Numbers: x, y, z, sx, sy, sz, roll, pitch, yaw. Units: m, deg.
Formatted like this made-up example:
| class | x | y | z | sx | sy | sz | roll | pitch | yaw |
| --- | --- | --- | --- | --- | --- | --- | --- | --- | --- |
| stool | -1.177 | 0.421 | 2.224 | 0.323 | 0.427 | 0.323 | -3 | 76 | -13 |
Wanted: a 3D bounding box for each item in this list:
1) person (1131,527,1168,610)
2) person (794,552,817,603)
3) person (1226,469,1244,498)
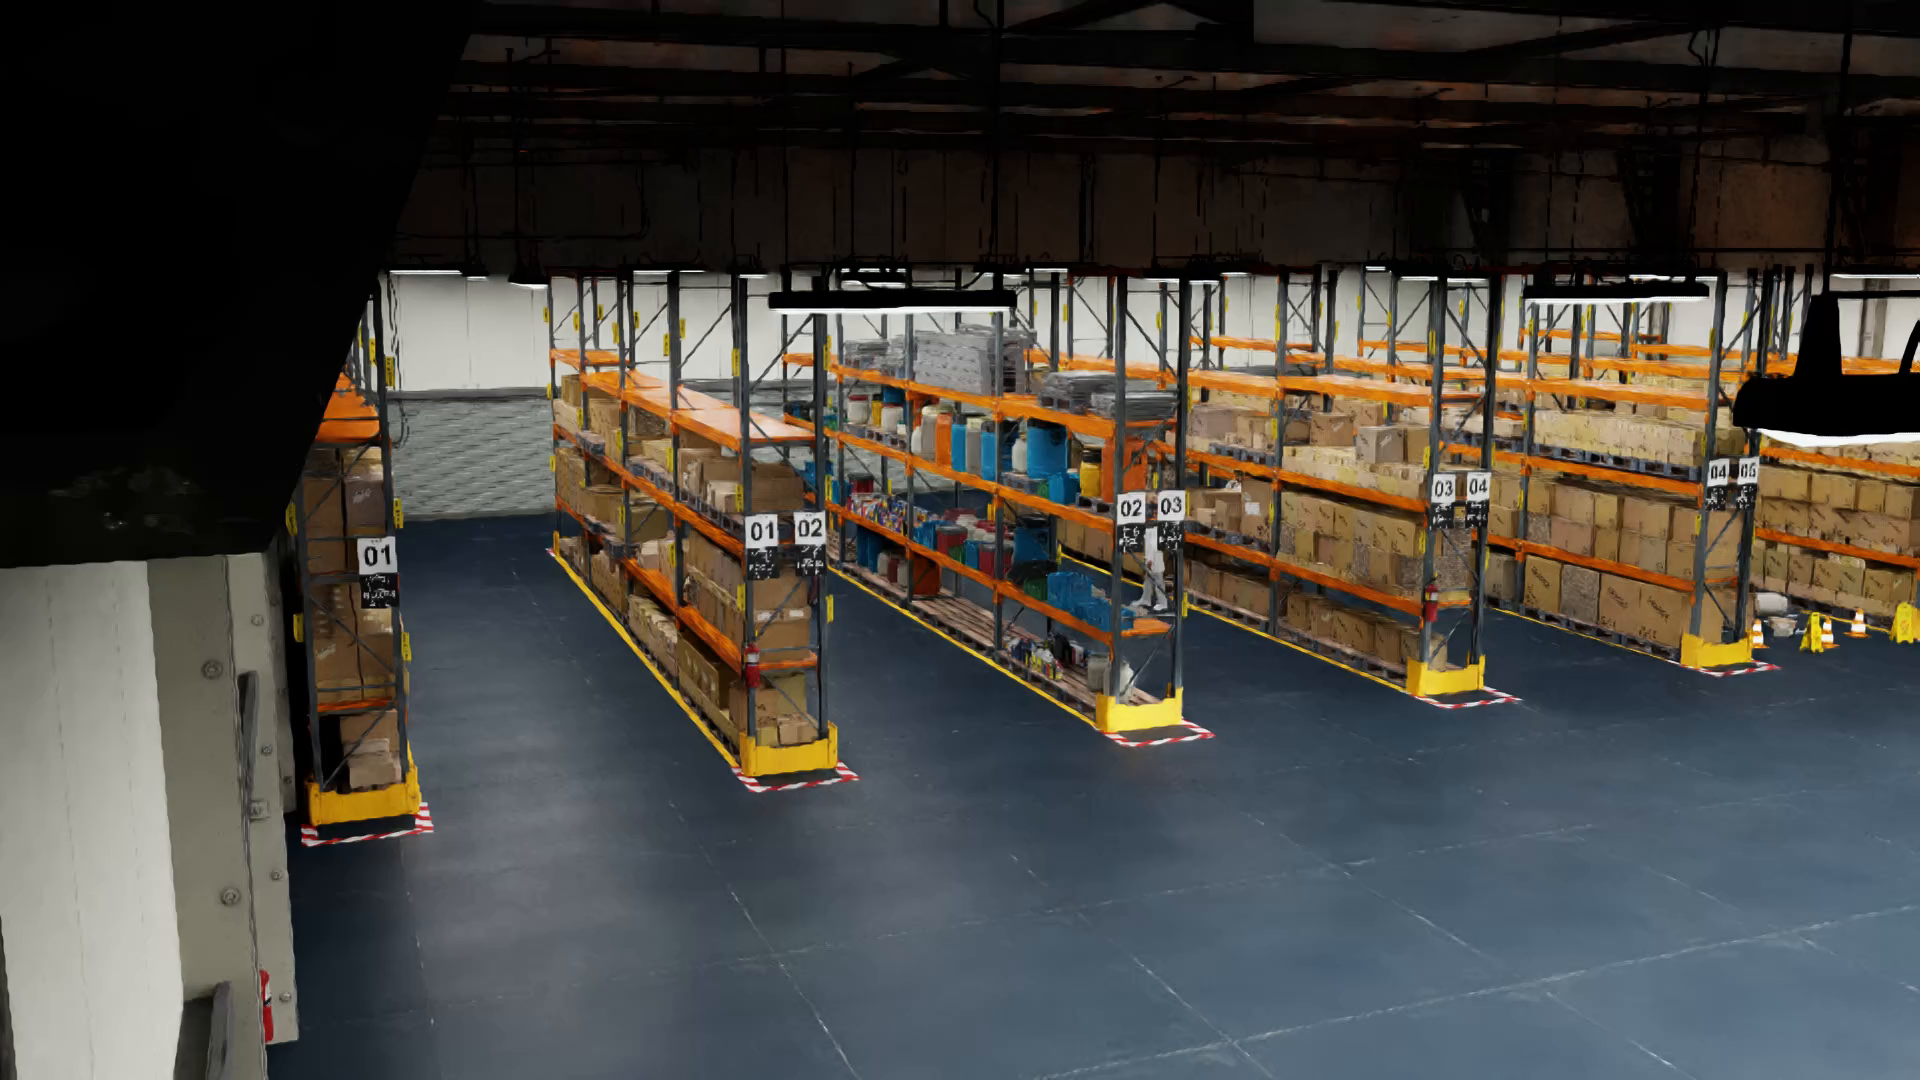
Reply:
| class | x | y | z | sx | sy | sz | roll | pitch | yaw |
| --- | --- | --- | --- | --- | --- | --- | --- | --- | --- |
| person | 3.388 | 0.321 | 29.584 | 0.641 | 1.772 | 0.692 | 0 | 10 | 2 |
| person | -2.719 | 0.365 | 29.933 | 0.598 | 1.618 | 0.507 | -4 | 11 | -22 |
| person | 5.986 | -0.726 | 35.872 | 0.540 | 1.676 | 1.120 | -4 | 11 | -23 |
